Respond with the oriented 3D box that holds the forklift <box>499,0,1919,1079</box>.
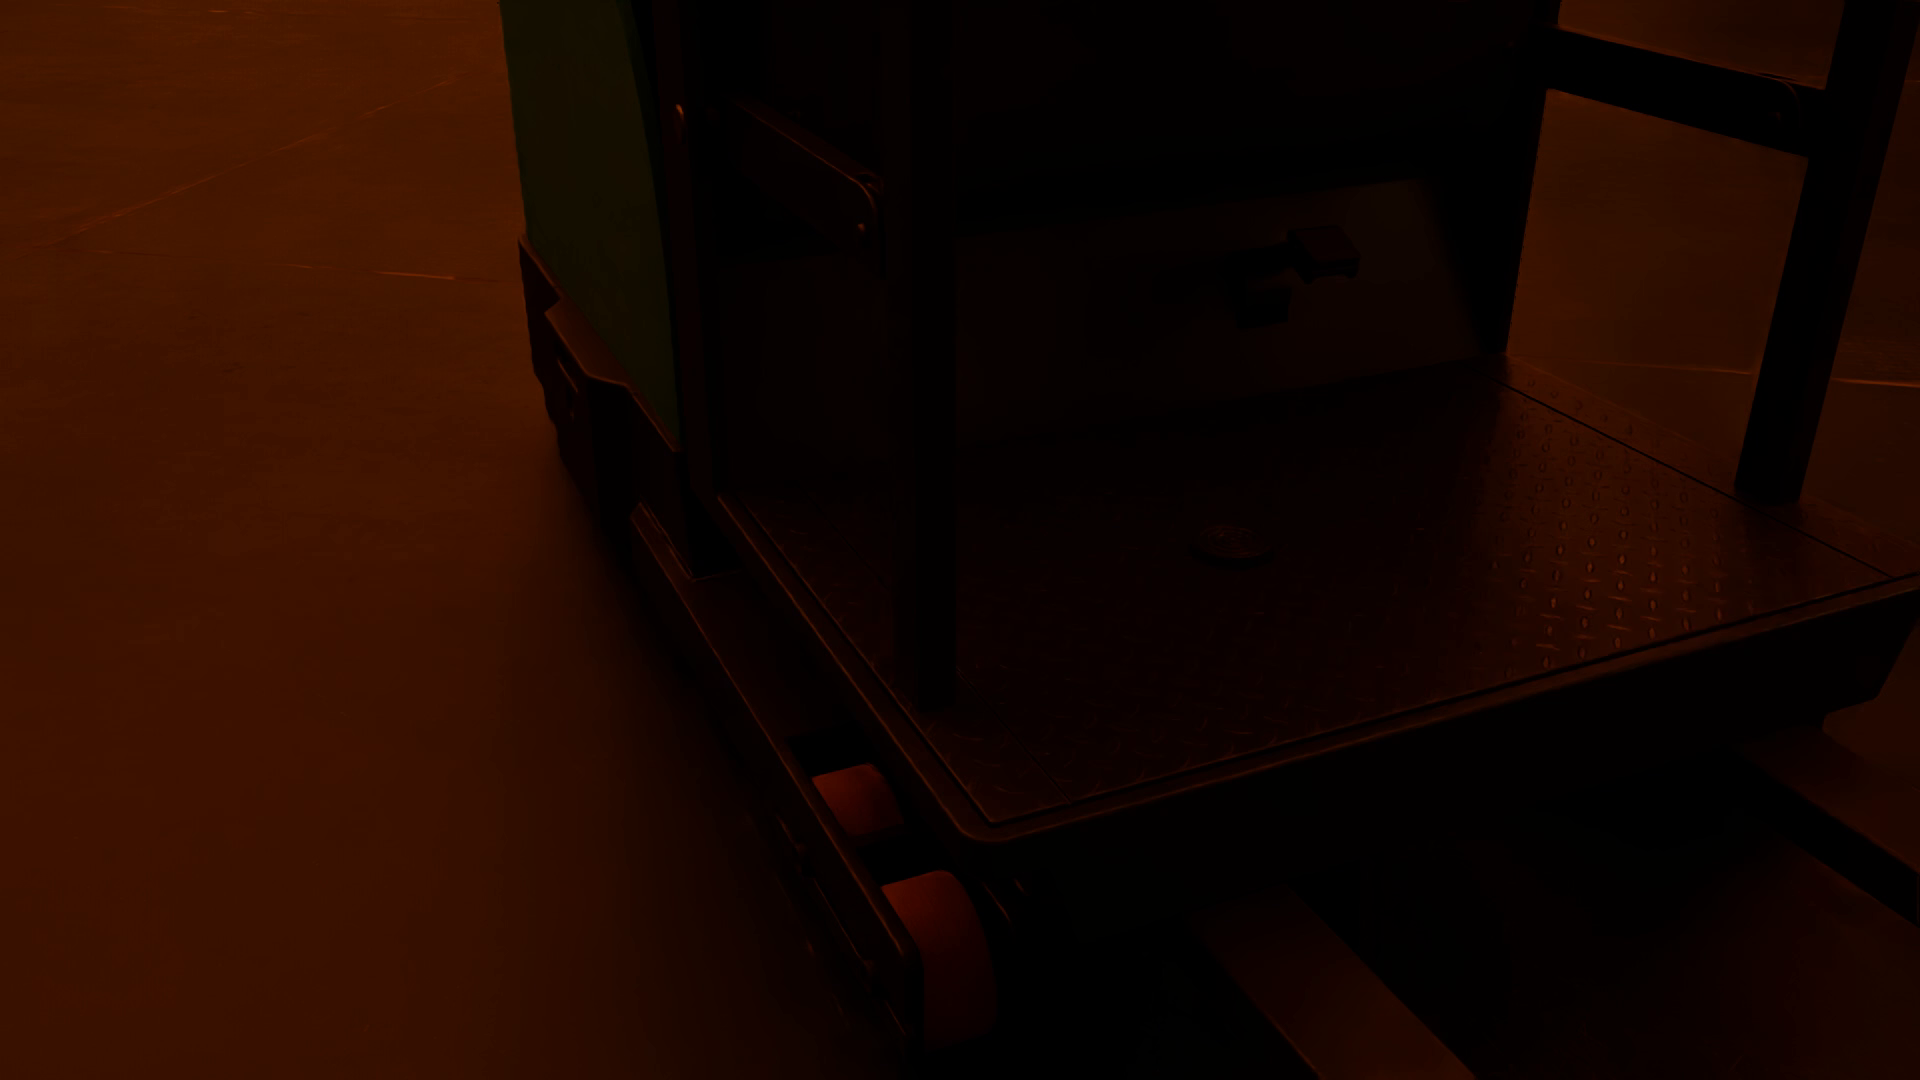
[{"bbox_3d":[0.311,-1.053,1.334,1.130,2.935,3.031,-11,29,-21],"label":"forklift"}]
